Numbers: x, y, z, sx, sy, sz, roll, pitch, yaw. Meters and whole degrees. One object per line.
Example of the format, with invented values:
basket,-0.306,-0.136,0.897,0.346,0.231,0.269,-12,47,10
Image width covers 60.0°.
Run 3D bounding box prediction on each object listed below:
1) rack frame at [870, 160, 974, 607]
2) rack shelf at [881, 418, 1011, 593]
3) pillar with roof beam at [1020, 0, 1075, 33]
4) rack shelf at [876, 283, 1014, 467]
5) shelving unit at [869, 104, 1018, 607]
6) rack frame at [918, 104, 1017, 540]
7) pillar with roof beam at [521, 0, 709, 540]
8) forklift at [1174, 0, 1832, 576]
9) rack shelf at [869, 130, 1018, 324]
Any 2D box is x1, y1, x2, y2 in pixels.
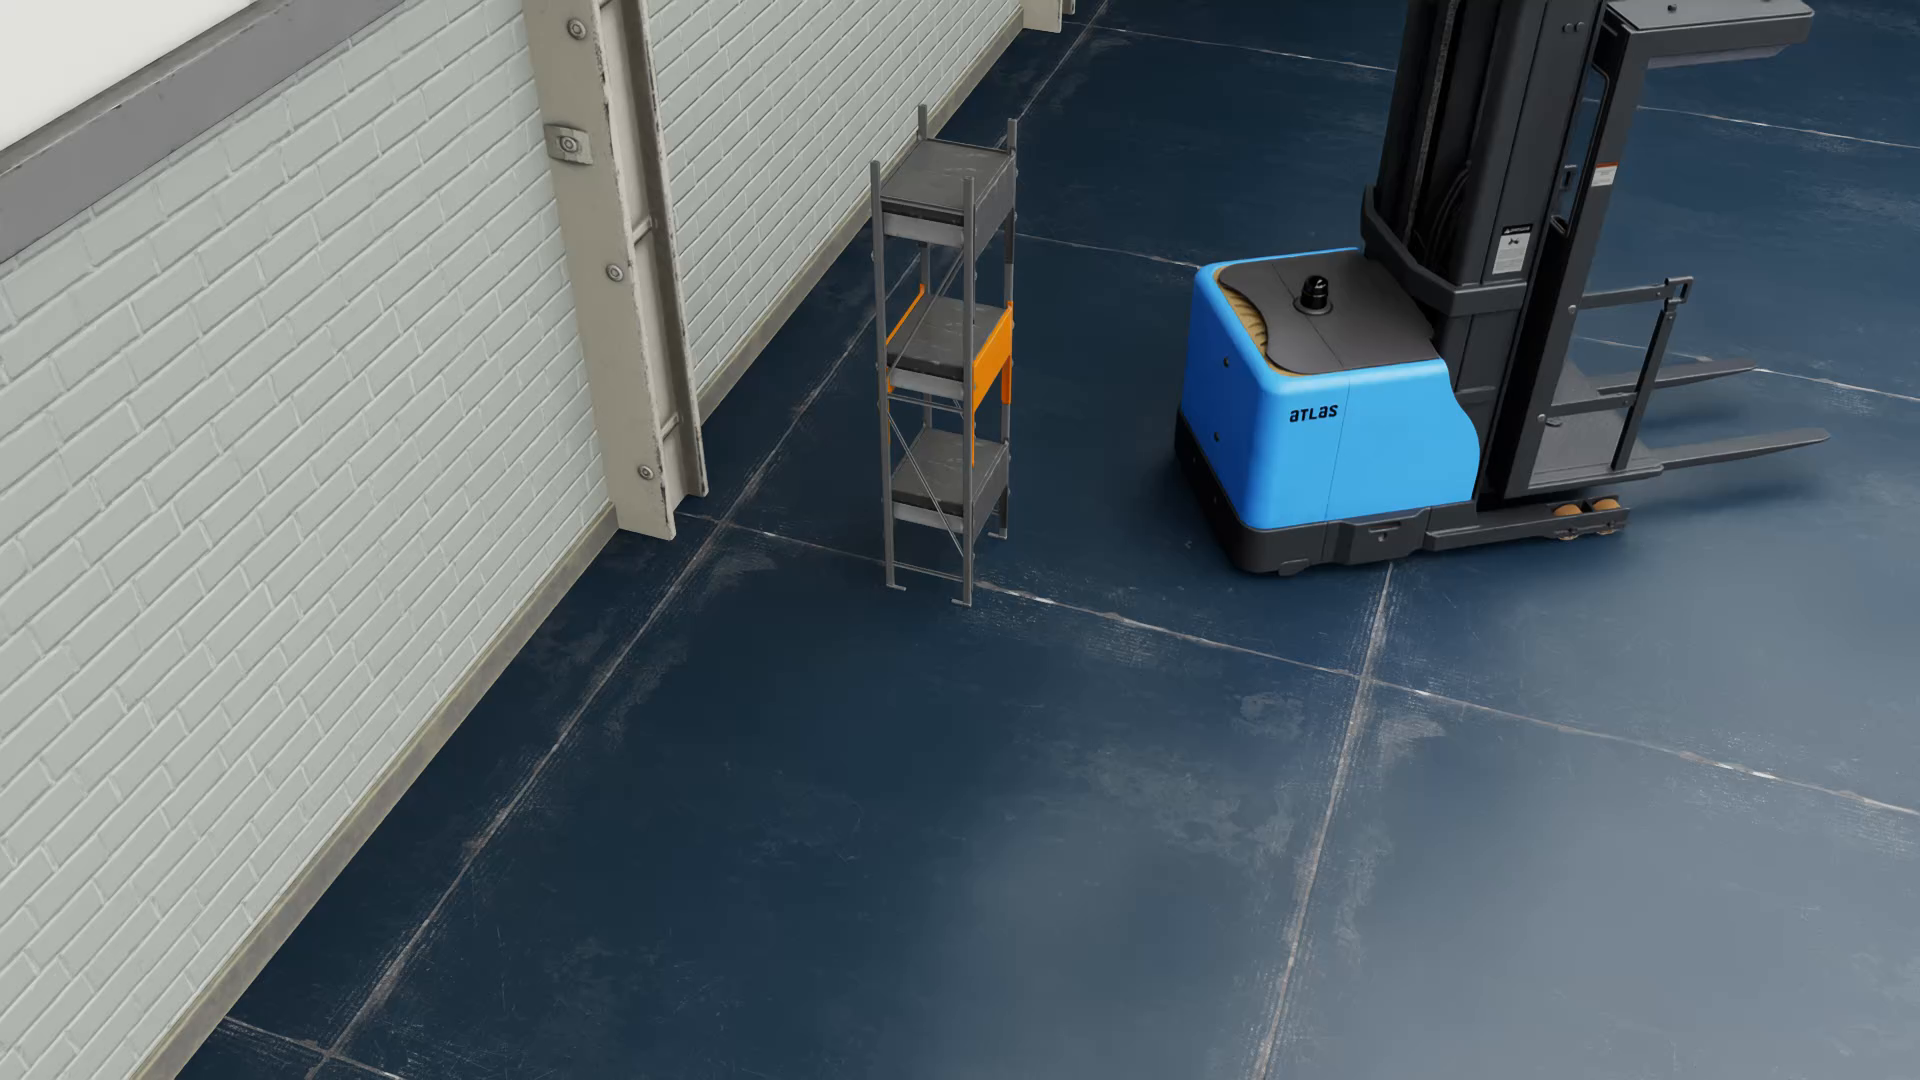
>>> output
rack frame,-0.140,-0.549,6.729,0.400,2.100,0.015,13,42,15
rack shelf,-0.057,-0.155,7.367,0.431,0.518,0.480,13,42,15
pillar with roof beam,4.682,-6.279,8.131,9.100,9.000,0.400,13,42,15
rack shelf,-0.057,-0.687,6.913,0.431,0.518,0.480,13,42,15
shelving unit,-0.057,-0.698,6.904,0.431,2.100,0.503,13,42,15
rack frame,0.027,-0.847,7.078,0.400,2.100,0.015,13,42,15
pillar with roof beam,2.630,-2.620,3.841,9.100,9.000,0.400,13,42,15
forklift,2.616,-1.442,7.135,3.031,2.935,1.130,-8,41,-9
rack shelf,-0.057,-1.220,6.458,0.431,0.518,0.480,13,42,15
